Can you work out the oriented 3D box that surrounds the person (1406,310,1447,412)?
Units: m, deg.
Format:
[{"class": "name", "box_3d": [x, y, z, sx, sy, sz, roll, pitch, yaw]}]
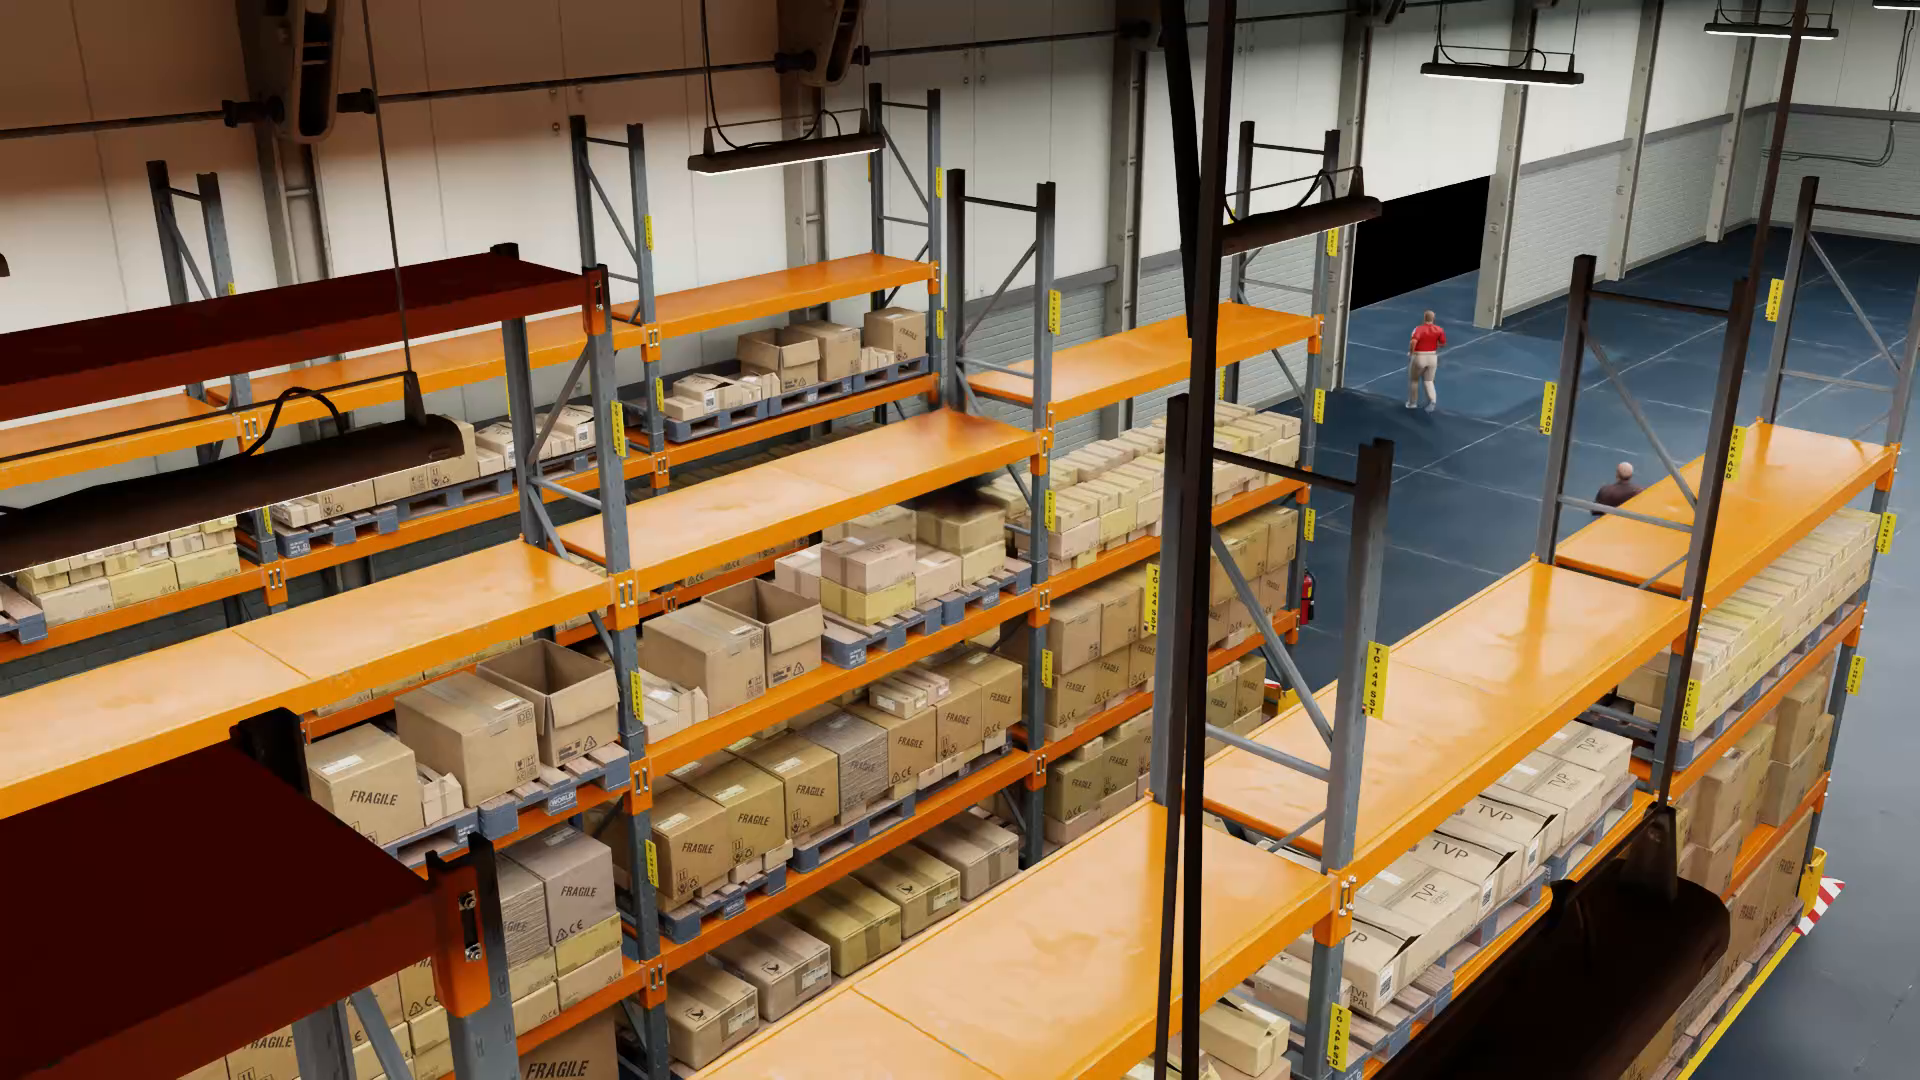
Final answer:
[{"class": "person", "box_3d": [7.564, -2.895, 27.098, 0.664, 1.725, 0.954, -1, 21, -3]}]

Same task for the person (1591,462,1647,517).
[{"class": "person", "box_3d": [7.786, -0.045, 19.739, 0.691, 1.847, 0.751, -1, 21, -2]}]
